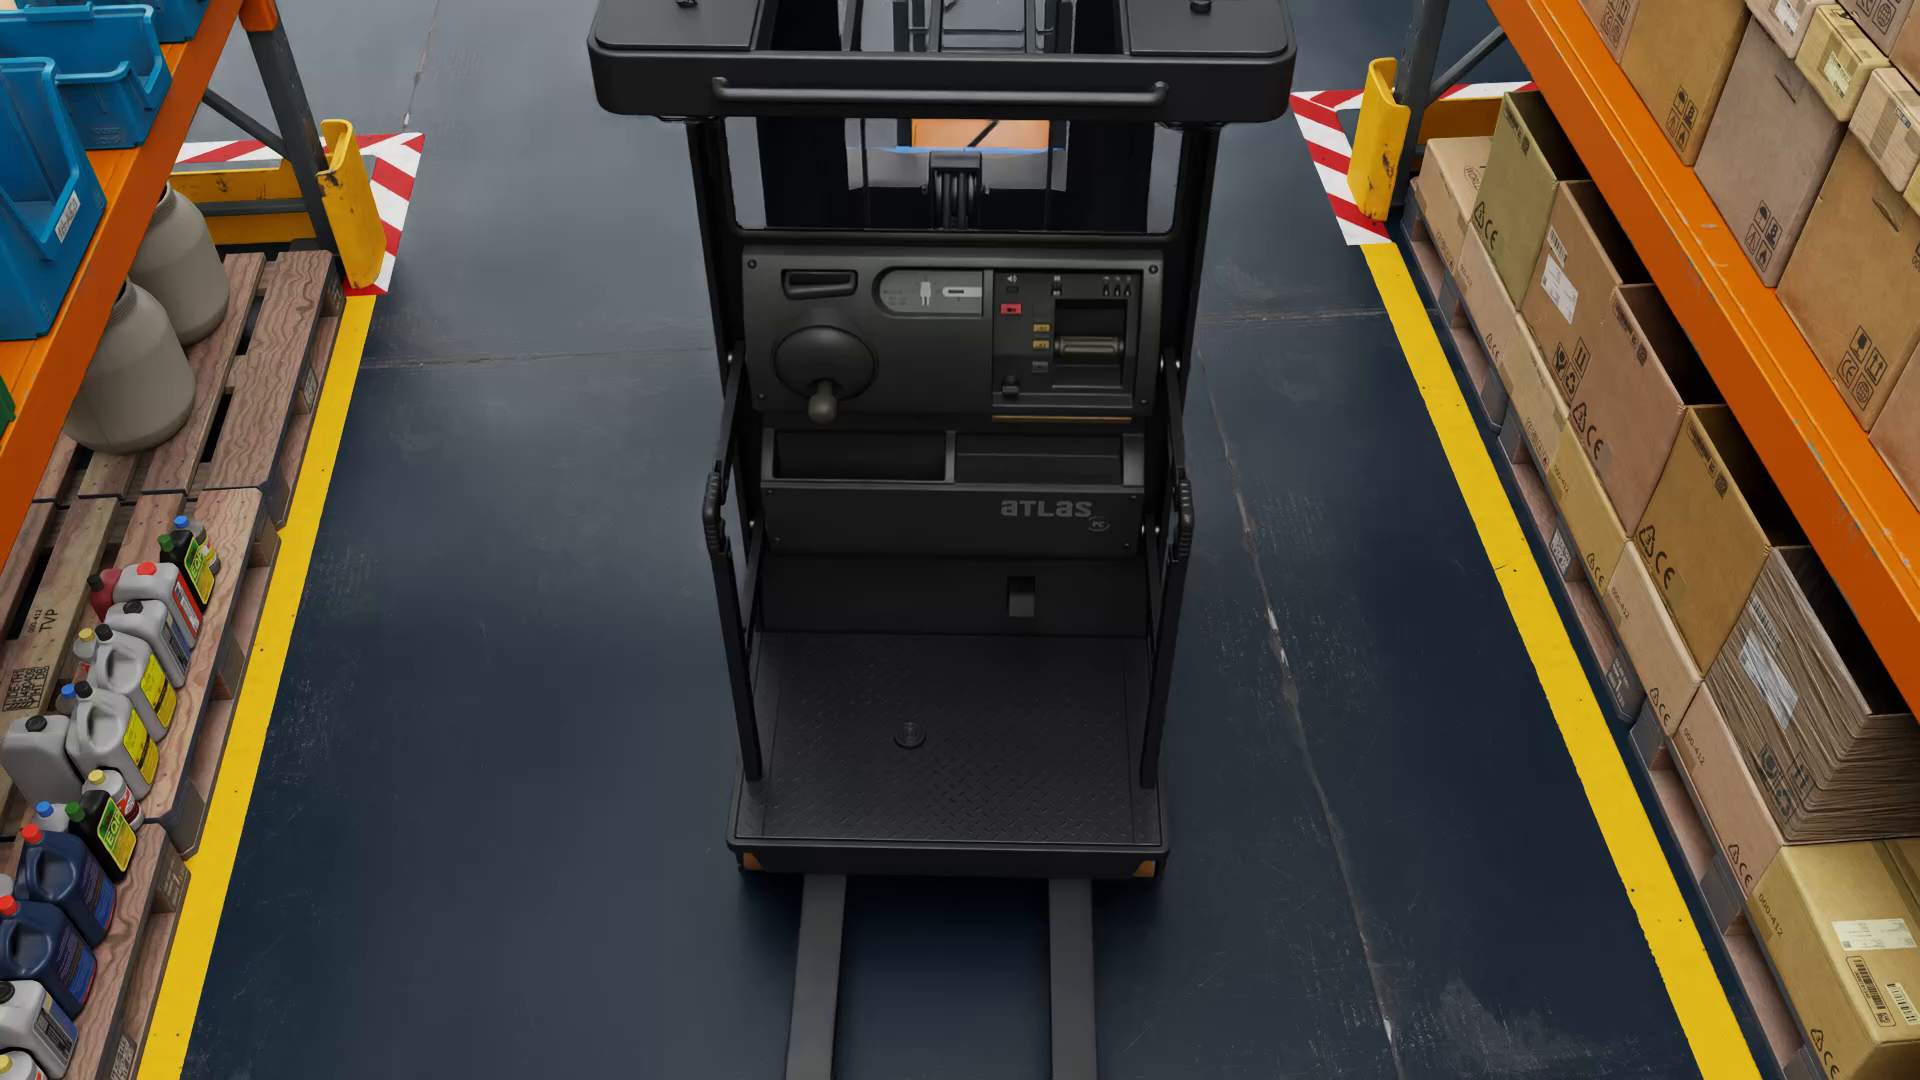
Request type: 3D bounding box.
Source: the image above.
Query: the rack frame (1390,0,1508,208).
[{"bbox_3d":[2.131,-2.400,5.457,1.000,3.000,0.127,-3,47,-3],"label":"rack frame"}]

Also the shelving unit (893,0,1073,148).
[{"bbox_3d":[0.075,-1.357,5.502,0.587,1.500,1.083,1,47,1],"label":"shelving unit"}]

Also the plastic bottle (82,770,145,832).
[{"bbox_3d":[-2.141,0.652,4.191,0.097,0.201,0.097,0,47,0],"label":"plastic bottle"}]

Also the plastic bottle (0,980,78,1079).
[{"bbox_3d":[-2.115,1.089,3.726,0.152,0.276,0.135,-2,47,-2],"label":"plastic bottle"}]

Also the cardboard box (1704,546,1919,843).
[{"bbox_3d":[2.179,0.353,3.938,0.500,0.500,0.500,-3,47,-3],"label":"cardboard box"}]

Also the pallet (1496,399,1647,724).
[{"bbox_3d":[2.335,-0.009,5.113,1.003,0.211,1.213,-3,47,-3],"label":"pallet"}]

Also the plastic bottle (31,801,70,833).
[{"bbox_3d":[-2.190,0.730,4.069,0.097,0.271,0.097,0,47,0],"label":"plastic bottle"}]

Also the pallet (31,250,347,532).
[{"bbox_3d":[-2.690,-0.502,5.580,1.003,0.211,1.213,-3,47,-3],"label":"pallet"}]

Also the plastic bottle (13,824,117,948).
[{"bbox_3d":[-2.141,0.807,3.942,0.144,0.351,0.185,-5,47,-5],"label":"plastic bottle"}]

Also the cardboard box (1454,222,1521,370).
[{"bbox_3d":[1.999,-0.835,5.580,0.500,0.250,0.500,-3,47,-3],"label":"cardboard box"}]

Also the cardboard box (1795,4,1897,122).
[{"bbox_3d":[2.099,-1.057,3.670,0.380,0.149,0.250,-2,47,-2],"label":"cardboard box"}]

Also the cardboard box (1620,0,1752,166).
[{"bbox_3d":[2.242,-1.356,4.400,0.700,0.500,0.500,-3,47,-3],"label":"cardboard box"}]

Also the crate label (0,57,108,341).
[{"bbox_3d":[-2.382,-0.798,3.916,0.502,0.435,0.616,-3,47,-3],"label":"crate label"}]

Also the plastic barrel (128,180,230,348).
[{"bbox_3d":[-2.674,-0.919,5.478,0.421,0.512,0.421,0,47,0],"label":"plastic barrel"}]

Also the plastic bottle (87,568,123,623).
[{"bbox_3d":[-2.327,0.175,4.587,0.061,0.283,0.133,-3,47,-3],"label":"plastic bottle"}]

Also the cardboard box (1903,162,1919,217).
[{"bbox_3d":[2.146,-0.683,3.315,0.380,0.149,0.250,-4,47,-3],"label":"cardboard box"}]

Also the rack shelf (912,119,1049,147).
[{"bbox_3d":[0.075,-1.240,5.639,0.538,0.185,1.000,1,47,1],"label":"rack shelf"}]

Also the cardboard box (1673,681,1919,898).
[{"bbox_3d":[2.177,0.611,4.210,0.500,0.250,0.500,-3,47,-3],"label":"cardboard box"}]

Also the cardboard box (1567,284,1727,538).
[{"bbox_3d":[2.077,-0.369,4.622,0.500,0.500,0.500,-3,47,-3],"label":"cardboard box"}]

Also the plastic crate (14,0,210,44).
[{"bbox_3d":[-2.466,-1.706,4.902,0.499,0.251,0.616,-3,47,-3],"label":"plastic crate"}]

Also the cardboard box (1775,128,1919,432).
[{"bbox_3d":[2.333,-0.605,3.688,0.700,0.500,0.500,-3,47,-3],"label":"cardboard box"}]

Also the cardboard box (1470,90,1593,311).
[{"bbox_3d":[1.998,-1.093,5.307,0.500,0.500,0.500,-3,47,-3],"label":"cardboard box"}]

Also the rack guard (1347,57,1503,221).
[{"bbox_3d":[2.129,-1.557,6.381,1.175,0.500,0.348,-3,47,-3],"label":"rack guard"}]

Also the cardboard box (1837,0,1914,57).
[{"bbox_3d":[2.296,-1.396,3.544,0.700,0.500,0.500,-3,47,-3],"label":"cardboard box"}]

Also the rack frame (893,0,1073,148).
[{"bbox_3d":[0.064,-0.995,5.159,0.500,1.500,0.032,1,47,1],"label":"rack frame"}]

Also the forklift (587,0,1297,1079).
[{"bbox_3d":[-0.020,-0.357,3.569,1.130,2.935,3.031,1,47,1],"label":"forklift"}]

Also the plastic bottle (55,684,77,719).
[{"bbox_3d":[-2.308,0.455,4.378,0.097,0.201,0.097,0,47,0],"label":"plastic bottle"}]

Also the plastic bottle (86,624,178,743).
[{"bbox_3d":[-2.192,0.364,4.360,0.144,0.351,0.185,-2,47,-2],"label":"plastic bottle"}]

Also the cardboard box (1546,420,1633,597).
[{"bbox_3d":[2.078,-0.112,4.894,0.500,0.250,0.500,-3,47,-3],"label":"cardboard box"}]

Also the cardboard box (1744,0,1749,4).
[{"bbox_3d":[2.059,-1.428,4.021,0.380,0.149,0.250,-4,47,-4],"label":"cardboard box"}]

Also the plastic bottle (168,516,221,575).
[{"bbox_3d":[-2.215,0.012,4.797,0.097,0.201,0.097,0,47,0],"label":"plastic bottle"}]

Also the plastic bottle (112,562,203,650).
[{"bbox_3d":[-2.221,0.170,4.596,0.152,0.276,0.135,-3,47,-3],"label":"plastic bottle"}]

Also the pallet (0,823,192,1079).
[{"bbox_3d":[-2.485,1.263,3.908,1.003,0.211,1.213,-3,47,-3],"label":"pallet"}]
